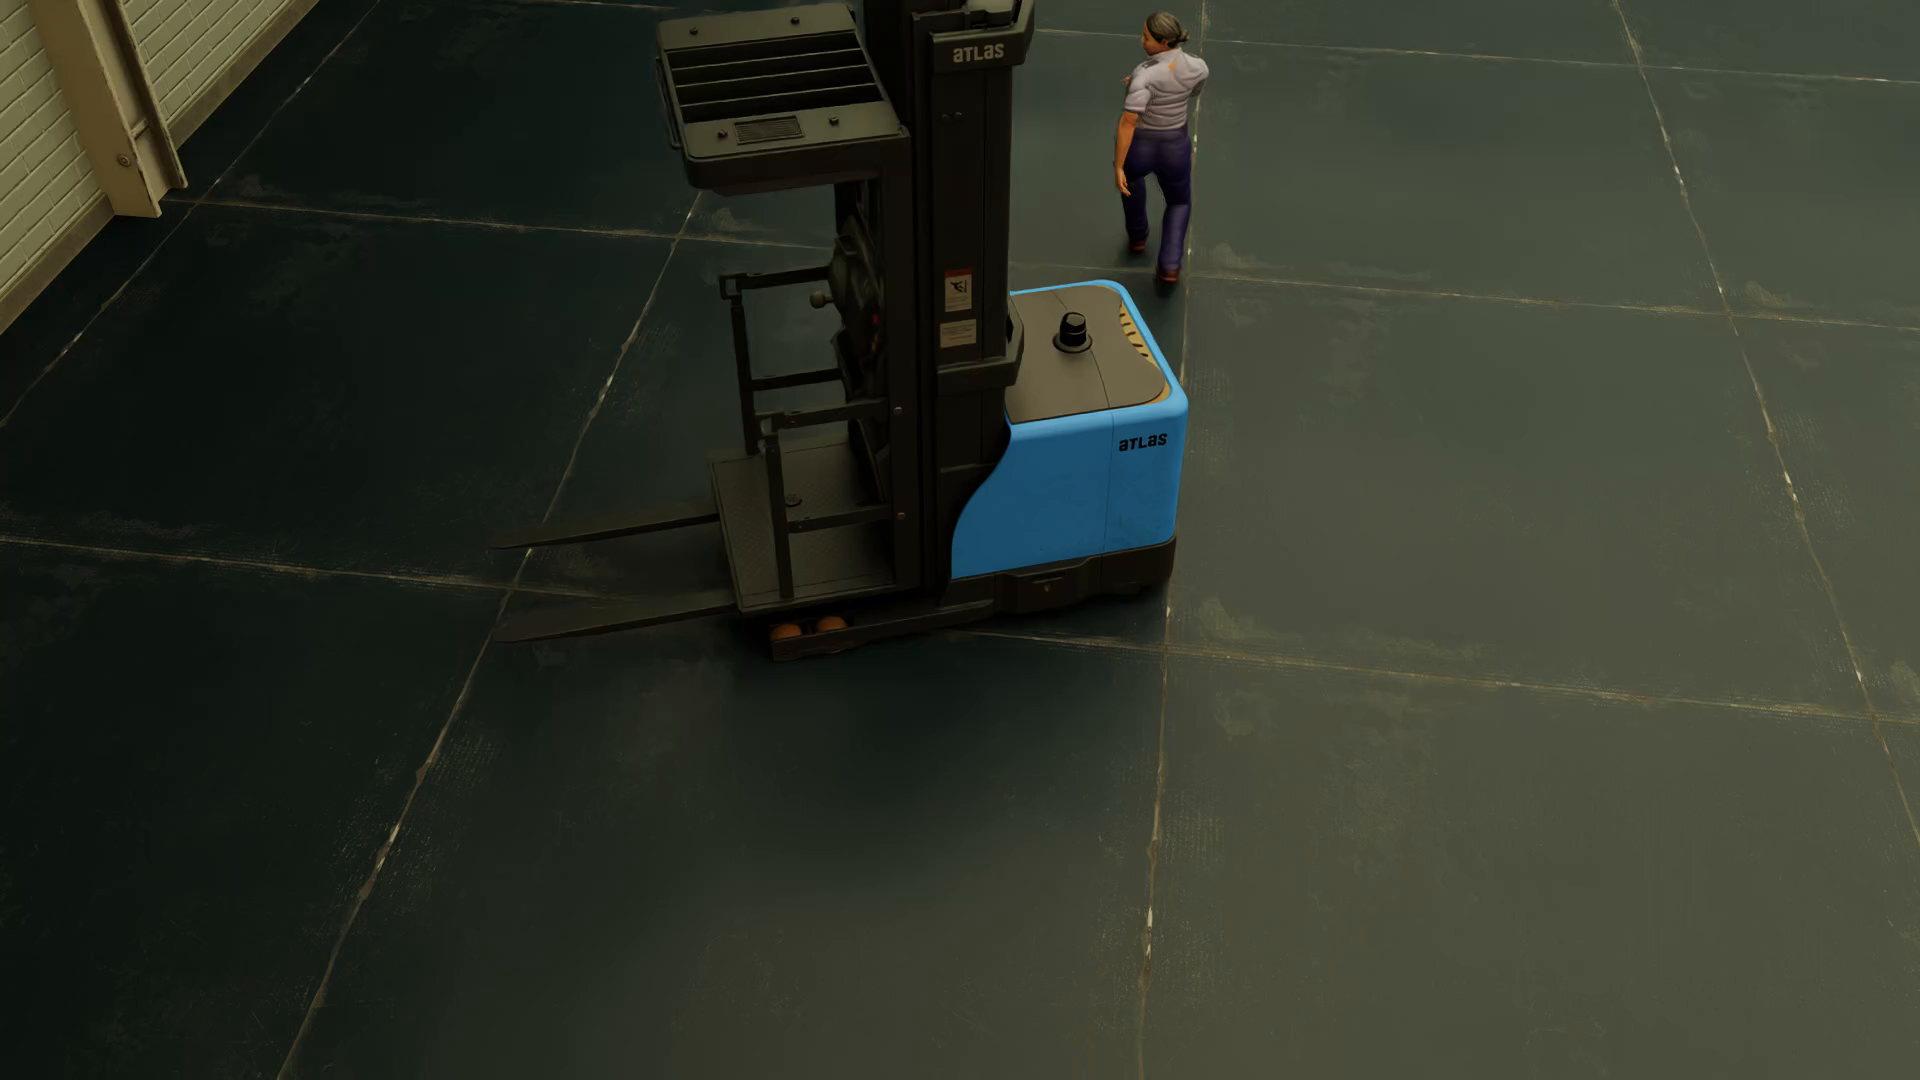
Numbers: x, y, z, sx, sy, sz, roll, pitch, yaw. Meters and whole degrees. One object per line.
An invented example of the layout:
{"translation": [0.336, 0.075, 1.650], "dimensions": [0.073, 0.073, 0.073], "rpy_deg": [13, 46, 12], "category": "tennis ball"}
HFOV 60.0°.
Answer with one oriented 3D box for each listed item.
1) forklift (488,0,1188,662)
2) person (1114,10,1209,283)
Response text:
{"translation": [-0.599, -0.944, 6.751], "dimensions": [3.031, 2.935, 1.130], "rpy_deg": [-9, 43, -10], "category": "forklift"}
{"translation": [1.067, -2.156, 9.106], "dimensions": [0.521, 1.571, 0.817], "rpy_deg": [-2, 43, -2], "category": "person"}
